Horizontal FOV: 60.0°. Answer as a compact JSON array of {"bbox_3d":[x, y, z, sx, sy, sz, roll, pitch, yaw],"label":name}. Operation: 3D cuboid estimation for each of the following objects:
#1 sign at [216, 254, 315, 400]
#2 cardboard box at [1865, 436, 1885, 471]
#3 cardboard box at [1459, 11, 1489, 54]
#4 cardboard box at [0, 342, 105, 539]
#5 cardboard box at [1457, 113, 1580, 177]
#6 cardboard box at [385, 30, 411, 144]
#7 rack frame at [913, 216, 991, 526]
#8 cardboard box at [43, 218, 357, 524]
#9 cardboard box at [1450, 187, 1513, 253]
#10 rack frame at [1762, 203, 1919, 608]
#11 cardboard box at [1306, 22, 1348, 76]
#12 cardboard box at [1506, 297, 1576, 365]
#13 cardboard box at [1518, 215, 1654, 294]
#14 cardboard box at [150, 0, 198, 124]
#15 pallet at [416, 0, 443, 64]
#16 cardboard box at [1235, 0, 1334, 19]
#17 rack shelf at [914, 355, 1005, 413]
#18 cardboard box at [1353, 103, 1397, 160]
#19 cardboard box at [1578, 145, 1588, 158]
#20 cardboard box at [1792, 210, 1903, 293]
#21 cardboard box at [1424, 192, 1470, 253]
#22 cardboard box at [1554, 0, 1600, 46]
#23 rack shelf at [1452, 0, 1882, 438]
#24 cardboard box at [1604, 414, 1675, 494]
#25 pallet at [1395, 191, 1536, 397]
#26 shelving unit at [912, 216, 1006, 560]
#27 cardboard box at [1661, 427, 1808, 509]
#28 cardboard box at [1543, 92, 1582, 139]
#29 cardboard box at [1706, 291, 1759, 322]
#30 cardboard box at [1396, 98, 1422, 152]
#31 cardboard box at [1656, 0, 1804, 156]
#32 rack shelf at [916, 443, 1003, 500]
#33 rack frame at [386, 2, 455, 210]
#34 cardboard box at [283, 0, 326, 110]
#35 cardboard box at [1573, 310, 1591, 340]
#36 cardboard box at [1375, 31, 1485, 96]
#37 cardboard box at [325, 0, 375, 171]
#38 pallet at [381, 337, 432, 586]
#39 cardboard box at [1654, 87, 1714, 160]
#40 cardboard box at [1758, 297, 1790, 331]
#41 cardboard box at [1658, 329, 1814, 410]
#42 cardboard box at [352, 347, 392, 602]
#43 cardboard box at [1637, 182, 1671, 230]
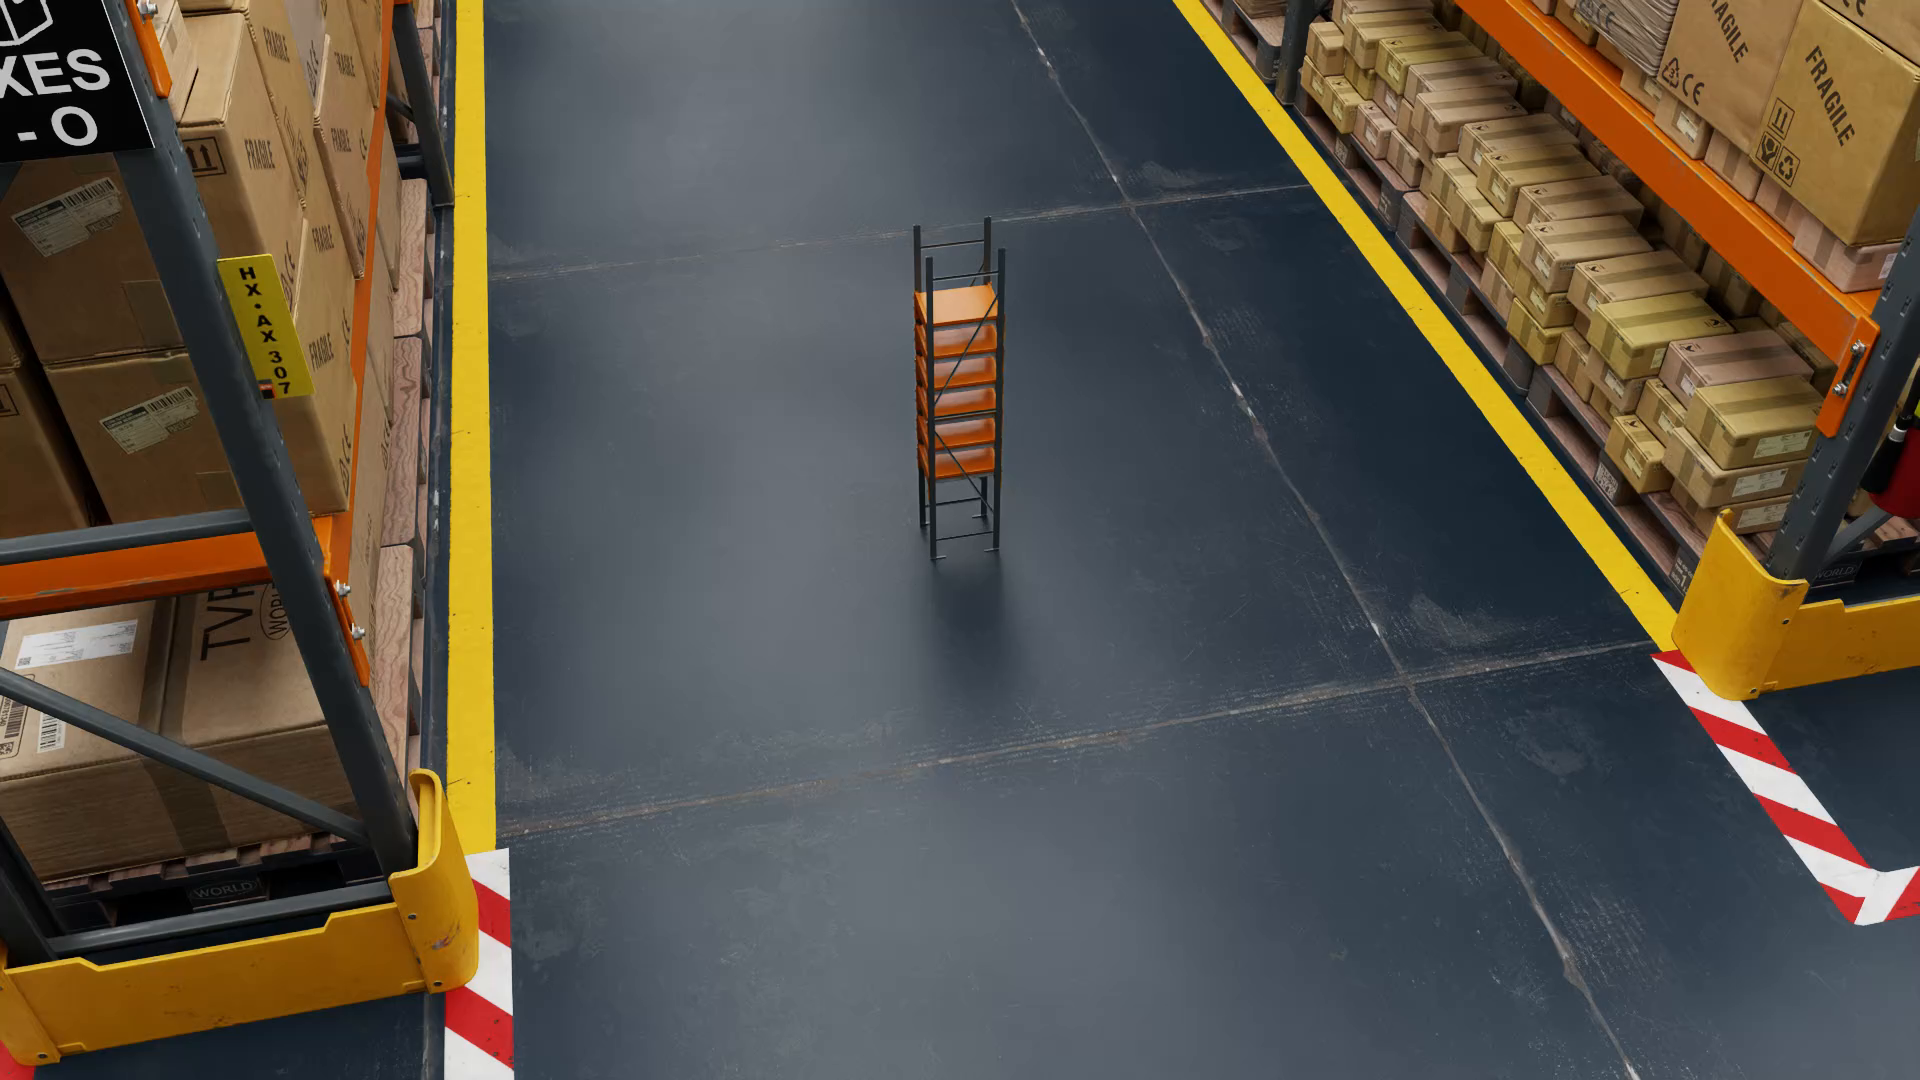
[{"bbox_3d":[-1.350,-0.411,3.242,0.100,0.325,0.005,-8,42,-9],"label":"sign"},{"bbox_3d":[3.056,-0.335,5.475,0.380,0.149,0.250,-7,42,-7],"label":"cardboard box"},{"bbox_3d":[2.480,-2.310,7.476,0.380,0.149,0.250,-8,42,-9],"label":"cardboard box"},{"bbox_3d":[-2.256,-0.294,3.747,0.500,0.500,0.500,-8,42,-9],"label":"cardboard box"},{"bbox_3d":[2.224,-1.559,6.630,0.380,0.149,0.250,-10,43,-11],"label":"cardboard box"},{"bbox_3d":[-2.969,-2.328,7.397,0.875,0.875,0.875,-7,42,-8],"label":"cardboard box"},{"bbox_3d":[-0.023,-0.517,5.429,0.240,1.200,0.006,-8,42,-9],"label":"rack frame"},{"bbox_3d":[-1.716,-0.372,3.834,0.500,0.500,0.500,-9,42,-10],"label":"cardboard box"},{"bbox_3d":[2.164,-1.274,6.533,0.380,0.149,0.250,-8,42,-9],"label":"cardboard box"},{"bbox_3d":[2.918,-0.757,4.343,1.000,3.000,0.127,-8,42,-9],"label":"rack frame"},{"bbox_3d":[1.821,-2.271,7.656,0.380,0.149,0.250,-7,42,-7],"label":"cardboard box"},{"bbox_3d":[2.291,-0.809,6.233,0.380,0.149,0.250,-10,43,-11],"label":"cardboard box"},{"bbox_3d":[2.272,-1.041,6.046,0.380,0.149,0.250,-7,42,-8],"label":"cardboard box"},{"bbox_3d":[-1.700,-0.906,3.194,0.380,0.149,0.250,-8,42,-8],"label":"cardboard box"},{"bbox_3d":[-3.264,-2.814,8.761,1.003,0.211,1.213,-8,42,-9],"label":"pallet"},{"bbox_3d":[1.649,-3.016,8.454,0.500,0.500,0.500,-9,42,-10],"label":"cardboard box"},{"bbox_3d":[-0.003,-0.515,5.312,0.258,0.103,0.180,-8,42,-9],"label":"rack shelf"},{"bbox_3d":[1.982,-1.832,7.386,0.380,0.149,0.250,-9,42,-9],"label":"cardboard box"},{"bbox_3d":[2.650,-1.533,6.824,0.380,0.149,0.250,-10,43,-11],"label":"cardboard box"},{"bbox_3d":[2.572,-0.834,4.619,0.380,0.149,0.250,-8,42,-9],"label":"cardboard box"},{"bbox_3d":[2.140,-1.323,6.812,0.380,0.149,0.250,-9,42,-10],"label":"cardboard box"},{"bbox_3d":[2.307,-1.851,5.765,0.380,0.149,0.250,-8,42,-9],"label":"cardboard box"},{"bbox_3d":[2.487,-1.784,6.042,1.077,0.370,4.000,-8,42,-9],"label":"rack shelf"},{"bbox_3d":[2.447,-0.311,5.672,0.380,0.149,0.250,-7,42,-8],"label":"cardboard box"},{"bbox_3d":[2.501,-1.084,6.812,1.003,0.211,1.213,-8,42,-9],"label":"pallet"},{"bbox_3d":[-0.003,-0.458,5.362,0.258,1.200,0.189,-8,42,-9],"label":"shelving unit"},{"bbox_3d":[2.526,-0.260,5.391,0.380,0.149,0.250,-9,42,-10],"label":"cardboard box"},{"bbox_3d":[2.669,-1.808,6.910,0.380,0.149,0.250,-10,43,-11],"label":"cardboard box"},{"bbox_3d":[2.963,-0.849,6.054,0.380,0.149,0.250,-7,42,-8],"label":"cardboard box"},{"bbox_3d":[2.106,-1.792,7.116,0.380,0.149,0.250,-10,43,-11],"label":"cardboard box"},{"bbox_3d":[2.464,-1.495,4.875,0.500,0.500,0.500,-9,42,-10],"label":"cardboard box"},{"bbox_3d":[-0.003,-0.245,5.551,0.258,0.103,0.180,-8,42,-9],"label":"rack shelf"},{"bbox_3d":[-2.757,-2.575,6.391,1.000,3.000,0.127,-8,42,-9],"label":"rack frame"},{"bbox_3d":[-1.956,-1.412,4.252,0.500,0.500,0.500,-9,42,-10],"label":"cardboard box"},{"bbox_3d":[2.454,-0.786,5.983,0.380,0.149,0.250,-9,42,-10],"label":"cardboard box"},{"bbox_3d":[2.031,-2.066,7.201,0.380,0.149,0.250,-9,42,-10],"label":"cardboard box"},{"bbox_3d":[-2.069,-1.350,4.936,0.500,0.500,0.500,-7,42,-8],"label":"cardboard box"},{"bbox_3d":[-2.402,-0.236,5.856,1.003,0.211,1.213,-8,42,-9],"label":"pallet"},{"bbox_3d":[2.408,-1.323,5.170,0.380,0.149,0.250,-7,42,-8],"label":"cardboard box"},{"bbox_3d":[3.031,-0.802,5.777,0.380,0.149,0.250,-8,42,-9],"label":"cardboard box"},{"bbox_3d":[2.558,-0.548,5.491,0.380,0.149,0.250,-8,42,-8],"label":"cardboard box"},{"bbox_3d":[-2.339,-0.186,5.314,0.875,0.438,0.875,-7,42,-8],"label":"cardboard box"},{"bbox_3d":[2.834,-1.309,6.348,0.380,0.149,0.250,-8,42,-9],"label":"cardboard box"}]
